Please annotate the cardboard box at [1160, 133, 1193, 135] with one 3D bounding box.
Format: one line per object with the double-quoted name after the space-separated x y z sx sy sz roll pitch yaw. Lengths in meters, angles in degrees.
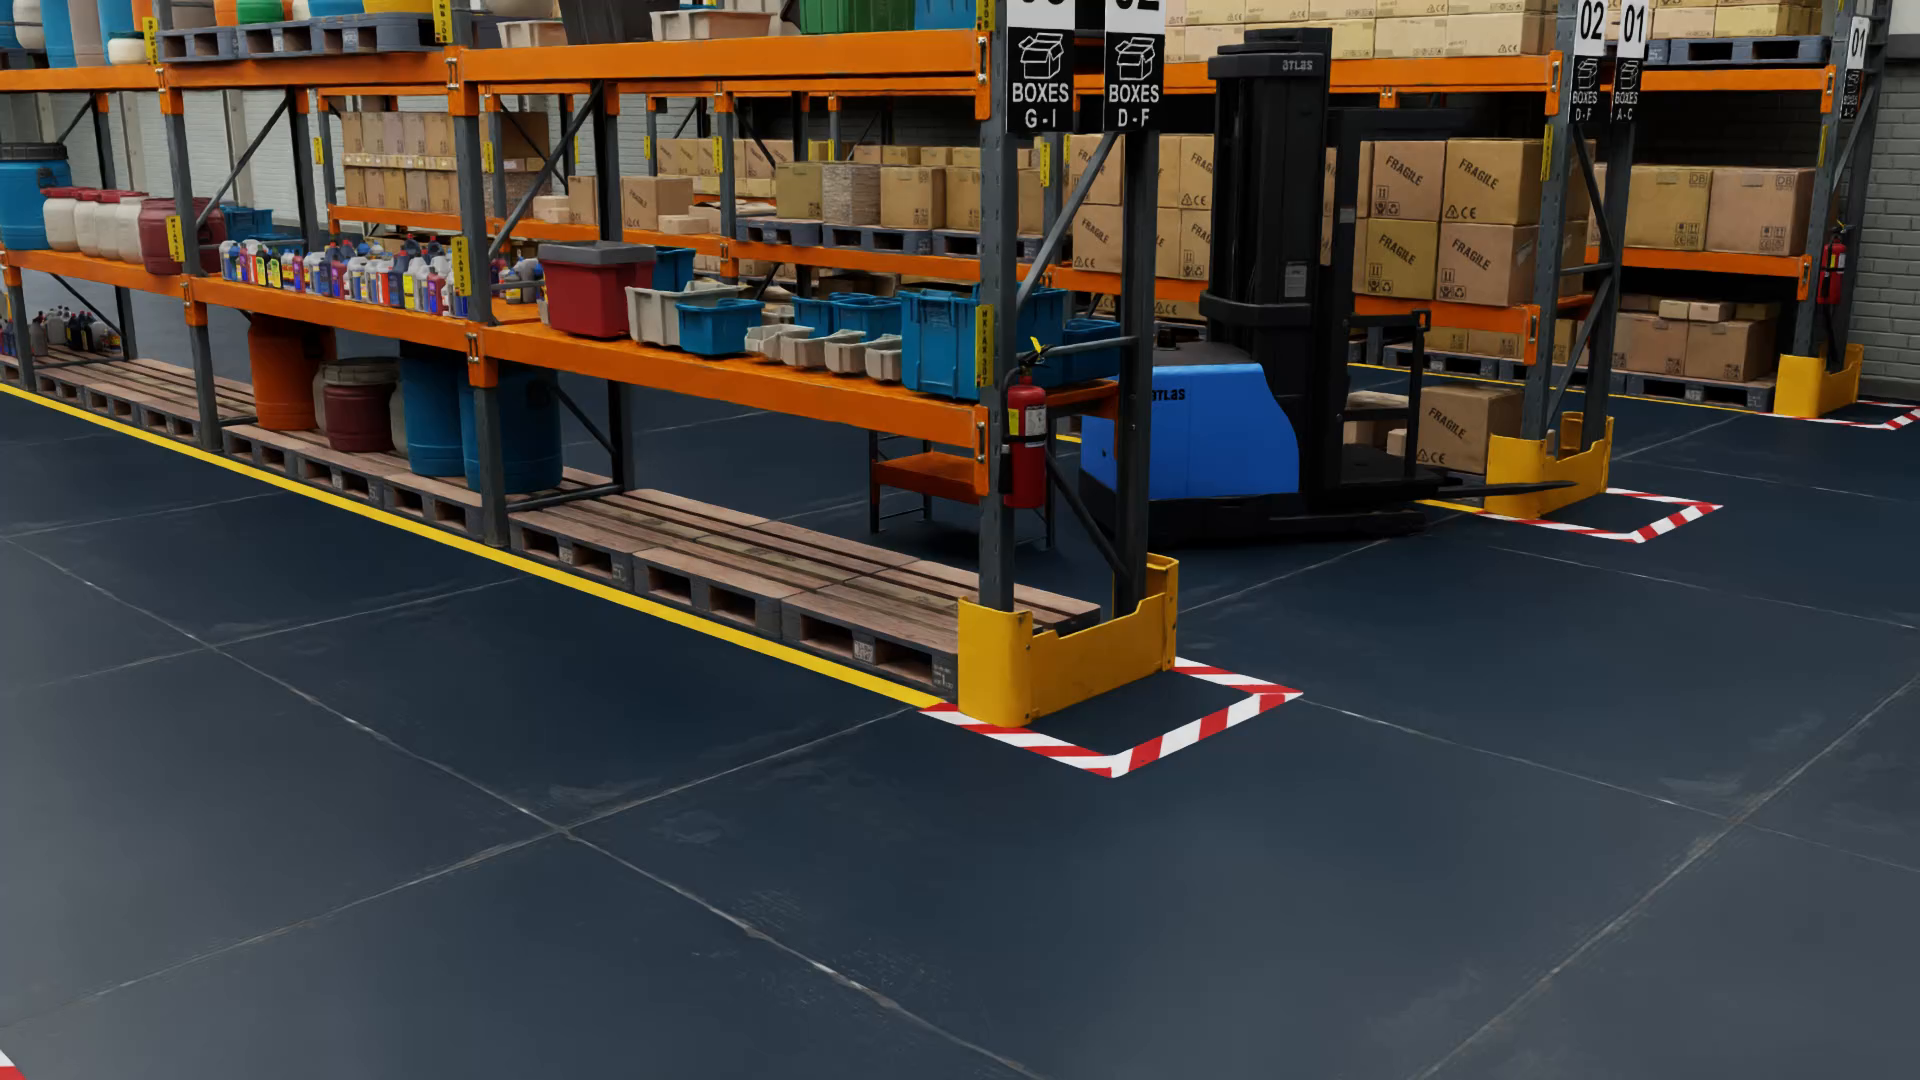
1.573 -2.887 12.884 0.500 0.500 0.500 14 20 42 "cardboard box"

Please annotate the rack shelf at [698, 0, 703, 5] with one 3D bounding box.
-2.734 -7.600 22.686 4.000 0.370 1.077 14 20 42 "rack shelf"

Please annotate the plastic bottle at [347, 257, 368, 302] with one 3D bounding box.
-3.809 -1.665 10.619 0.135 0.276 0.152 14 20 42 "plastic bottle"

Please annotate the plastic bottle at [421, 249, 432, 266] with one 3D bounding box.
-3.333 -1.634 10.354 0.185 0.351 0.144 14 20 42 "plastic bottle"

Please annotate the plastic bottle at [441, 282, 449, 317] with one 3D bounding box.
-3.022 -1.428 9.857 0.097 0.201 0.097 0 15 0 "plastic bottle"

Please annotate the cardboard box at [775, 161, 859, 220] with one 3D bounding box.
-1.319 -3.259 15.458 0.500 0.500 0.700 7 16 24 "cardboard box"

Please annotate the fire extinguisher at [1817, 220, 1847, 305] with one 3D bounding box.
7.133 -2.268 13.582 0.183 0.674 0.296 14 20 42 "fire extinguisher"

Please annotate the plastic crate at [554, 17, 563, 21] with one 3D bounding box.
-1.897 -2.828 9.308 0.662 0.188 0.450 14 20 42 "plastic crate"

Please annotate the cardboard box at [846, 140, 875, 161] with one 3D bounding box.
-1.487 -5.117 22.391 0.500 0.500 0.500 13 19 41 "cardboard box"

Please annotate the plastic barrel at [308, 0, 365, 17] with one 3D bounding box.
-3.746 -3.667 10.279 0.708 0.901 0.600 14 20 42 "plastic barrel"

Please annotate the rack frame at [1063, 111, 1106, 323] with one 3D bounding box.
1.585 -3.997 19.322 0.127 3.000 1.000 14 20 42 "rack frame"

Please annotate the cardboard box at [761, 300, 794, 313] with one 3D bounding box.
-1.721 -1.969 15.623 0.500 0.500 0.500 -13 20 -42 "cardboard box"

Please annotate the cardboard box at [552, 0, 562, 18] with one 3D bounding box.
-3.887 -5.531 17.240 0.500 0.500 0.500 -12 19 -39 "cardboard box"

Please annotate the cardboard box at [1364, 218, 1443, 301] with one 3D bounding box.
3.022 -1.864 10.939 0.500 0.500 0.500 14 20 43 "cardboard box"

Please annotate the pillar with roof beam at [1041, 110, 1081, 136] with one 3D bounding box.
-1.738 -6.503 17.042 0.400 9.000 9.100 14 20 42 "pillar with roof beam"

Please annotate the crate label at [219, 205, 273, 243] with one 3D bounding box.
-5.818 -2.438 13.271 0.616 0.435 0.502 14 20 42 "crate label"

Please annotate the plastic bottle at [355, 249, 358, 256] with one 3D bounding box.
-4.397 -2.028 12.160 0.097 0.201 0.097 0 15 0 "plastic bottle"

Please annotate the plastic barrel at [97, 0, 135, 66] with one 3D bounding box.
-6.712 -4.314 13.596 0.708 0.901 0.600 14 20 42 "plastic barrel"

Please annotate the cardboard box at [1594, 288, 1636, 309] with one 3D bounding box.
6.086 -2.244 15.435 0.250 0.149 0.380 14 20 43 "cardboard box"

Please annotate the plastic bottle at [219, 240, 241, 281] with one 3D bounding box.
-5.204 -2.004 11.920 0.135 0.276 0.152 14 20 42 "plastic bottle"

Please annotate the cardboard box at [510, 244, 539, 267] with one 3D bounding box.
-4.846 -3.170 19.284 0.500 0.500 0.500 14 20 42 "cardboard box"

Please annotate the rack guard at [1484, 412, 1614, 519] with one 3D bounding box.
3.854 -0.500 10.861 0.348 0.500 1.175 14 20 42 "rack guard"

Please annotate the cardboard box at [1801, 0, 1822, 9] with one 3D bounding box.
6.987 -4.762 14.087 0.500 0.500 0.500 13 19 40 "cardboard box"

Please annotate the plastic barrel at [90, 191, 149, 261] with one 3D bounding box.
-6.794 -2.553 13.511 0.433 0.535 0.433 0 15 0 "plastic barrel"

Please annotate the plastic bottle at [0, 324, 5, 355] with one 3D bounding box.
-9.119 -1.912 15.835 0.061 0.283 0.133 -13 19 -41 "plastic bottle"

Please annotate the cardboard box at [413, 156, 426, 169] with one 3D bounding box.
-6.180 -4.436 19.524 0.380 0.149 0.250 -14 20 -42 "cardboard box"

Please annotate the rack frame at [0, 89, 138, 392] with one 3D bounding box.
-8.171 -2.898 15.107 0.127 3.000 1.000 14 20 42 "rack frame"

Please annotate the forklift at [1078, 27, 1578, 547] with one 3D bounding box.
2.319 -1.551 10.073 3.031 2.935 1.130 -3 15 -12 "forklift"

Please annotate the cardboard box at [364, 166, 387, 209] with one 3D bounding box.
-6.901 -4.370 20.557 0.700 0.500 0.500 -14 20 -43 "cardboard box"

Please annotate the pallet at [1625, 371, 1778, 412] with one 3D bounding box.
6.715 -1.373 14.782 1.213 0.211 1.003 14 20 42 "pallet"

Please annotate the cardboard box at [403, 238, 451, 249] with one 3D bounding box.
-6.300 -3.335 19.916 0.500 0.500 0.500 14 20 42 "cardboard box"

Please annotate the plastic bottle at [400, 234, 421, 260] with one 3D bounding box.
-3.795 -1.946 11.548 0.185 0.351 0.144 14 20 42 "plastic bottle"

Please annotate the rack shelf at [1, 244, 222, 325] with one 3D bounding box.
-6.731 -2.200 13.854 4.000 0.370 1.077 14 20 42 "rack shelf"

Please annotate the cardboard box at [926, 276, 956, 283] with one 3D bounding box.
-0.007 -3.396 21.102 0.500 0.500 0.700 14 20 43 "cardboard box"

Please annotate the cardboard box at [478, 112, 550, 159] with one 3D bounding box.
-5.053 -4.550 18.672 0.500 0.500 0.700 14 20 42 "cardboard box"

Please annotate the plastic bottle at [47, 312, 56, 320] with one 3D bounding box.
-9.161 -2.178 16.872 0.135 0.276 0.152 13 19 41 "plastic bottle"

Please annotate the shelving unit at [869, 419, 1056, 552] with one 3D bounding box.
0.005 -0.543 9.786 1.048 1.125 0.538 14 20 42 "shelving unit"

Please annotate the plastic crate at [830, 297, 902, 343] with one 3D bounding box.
-0.429 -1.080 8.340 0.300 0.233 0.416 14 20 42 "plastic crate"

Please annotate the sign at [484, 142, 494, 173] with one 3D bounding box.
-5.114 -4.153 18.048 0.005 0.325 0.100 14 20 42 "sign"

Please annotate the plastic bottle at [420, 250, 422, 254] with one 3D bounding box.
-3.618 -1.822 11.231 0.097 0.271 0.097 0 15 0 "plastic bottle"

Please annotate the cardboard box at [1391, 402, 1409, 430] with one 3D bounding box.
3.354 -0.813 11.685 0.500 0.250 0.500 14 20 42 "cardboard box"

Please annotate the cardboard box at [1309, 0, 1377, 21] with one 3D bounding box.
2.645 -3.537 10.914 0.500 0.250 0.500 14 20 42 "cardboard box"

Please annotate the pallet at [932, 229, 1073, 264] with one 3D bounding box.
0.530 -2.464 13.819 1.213 0.211 1.003 14 20 42 "pallet"

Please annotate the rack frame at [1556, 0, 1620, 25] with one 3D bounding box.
3.909 -4.600 9.738 0.127 3.000 1.000 14 20 42 "rack frame"

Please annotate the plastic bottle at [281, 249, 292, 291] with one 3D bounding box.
-4.544 -1.832 11.268 0.097 0.271 0.097 0 15 0 "plastic bottle"

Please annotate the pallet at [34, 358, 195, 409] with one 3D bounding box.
-7.578 -1.419 14.958 1.213 0.211 1.003 14 20 42 "pallet"

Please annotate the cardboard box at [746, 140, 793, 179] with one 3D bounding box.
-2.567 -5.200 22.709 0.500 0.500 0.500 13 19 41 "cardboard box"

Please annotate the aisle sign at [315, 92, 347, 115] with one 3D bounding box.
-7.869 -5.711 20.745 0.004 0.787 0.394 14 20 42 "aisle sign"

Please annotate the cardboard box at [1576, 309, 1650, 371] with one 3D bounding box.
6.048 -1.870 15.284 0.500 0.500 0.700 13 19 40 "cardboard box"

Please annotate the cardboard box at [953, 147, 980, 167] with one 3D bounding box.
0.328 -4.552 20.384 0.500 0.500 0.700 14 20 42 "cardboard box"

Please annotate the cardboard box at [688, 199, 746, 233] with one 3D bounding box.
-2.360 -3.245 16.615 0.500 0.311 0.500 13 20 42 "cardboard box"

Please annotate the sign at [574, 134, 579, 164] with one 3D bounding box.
-4.360 -4.419 18.803 0.005 0.325 0.100 14 20 42 "sign"

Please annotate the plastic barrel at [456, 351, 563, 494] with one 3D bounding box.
-2.791 -0.784 10.322 0.708 0.901 0.600 14 20 42 "plastic barrel"

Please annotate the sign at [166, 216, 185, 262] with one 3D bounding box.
-5.668 -2.176 12.012 0.005 0.325 0.100 14 20 42 "sign"

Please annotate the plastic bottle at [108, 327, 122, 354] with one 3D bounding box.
-8.096 -1.926 15.915 0.097 0.271 0.097 0 15 0 "plastic bottle"

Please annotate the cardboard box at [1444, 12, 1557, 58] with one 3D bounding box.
3.356 -3.118 10.297 0.500 0.250 0.500 14 20 42 "cardboard box"

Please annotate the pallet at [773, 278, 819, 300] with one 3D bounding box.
-1.802 -3.458 22.786 1.213 0.211 1.003 14 20 42 "pallet"

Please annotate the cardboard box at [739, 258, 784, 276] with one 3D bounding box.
-2.834 -4.025 23.517 0.500 0.500 0.700 12 19 39 "cardboard box"
